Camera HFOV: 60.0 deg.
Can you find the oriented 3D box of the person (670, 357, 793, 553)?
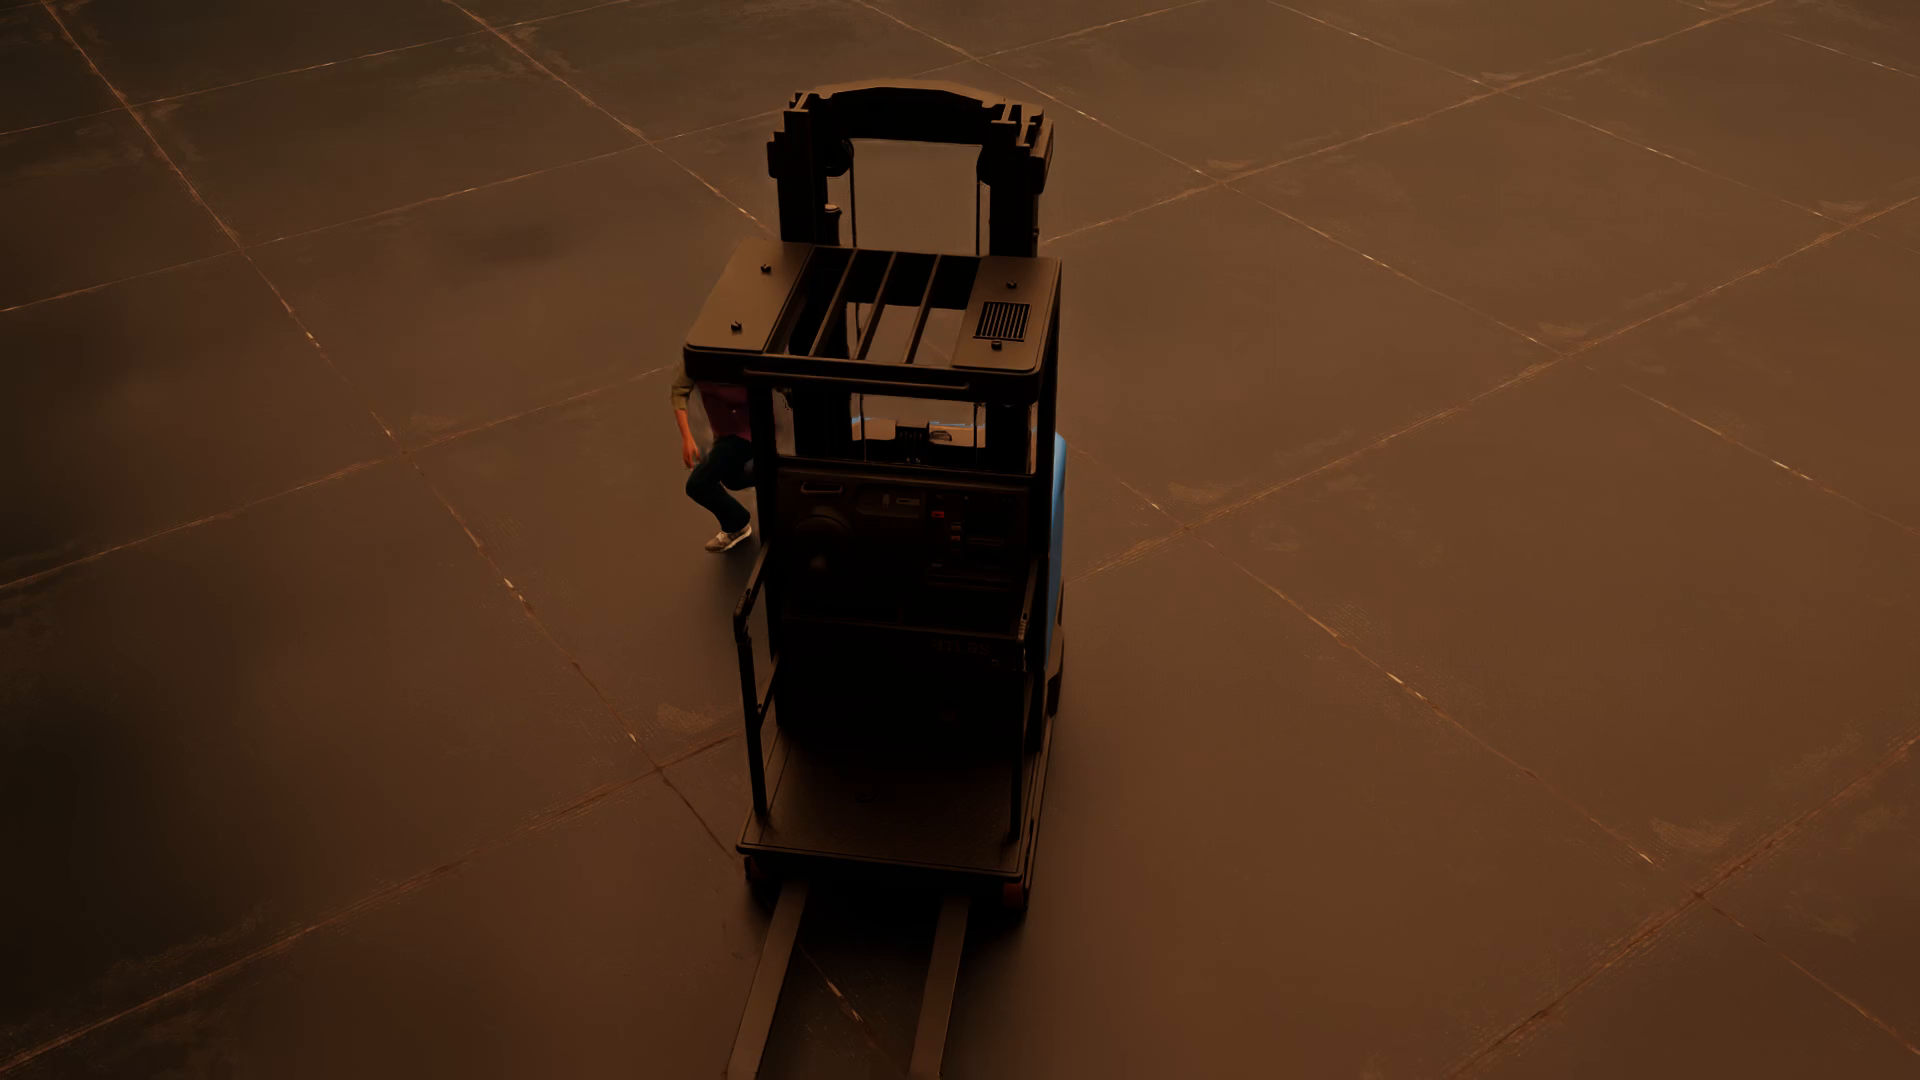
[{"bbox_3d":[-1.009,-0.542,8.032,0.809,1.371,0.539,-26,44,-31],"label":"person"}]

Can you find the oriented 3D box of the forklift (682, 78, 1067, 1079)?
[{"bbox_3d":[-0.243,0.027,5.908,1.130,2.935,3.031,5,37,7],"label":"forklift"}]
